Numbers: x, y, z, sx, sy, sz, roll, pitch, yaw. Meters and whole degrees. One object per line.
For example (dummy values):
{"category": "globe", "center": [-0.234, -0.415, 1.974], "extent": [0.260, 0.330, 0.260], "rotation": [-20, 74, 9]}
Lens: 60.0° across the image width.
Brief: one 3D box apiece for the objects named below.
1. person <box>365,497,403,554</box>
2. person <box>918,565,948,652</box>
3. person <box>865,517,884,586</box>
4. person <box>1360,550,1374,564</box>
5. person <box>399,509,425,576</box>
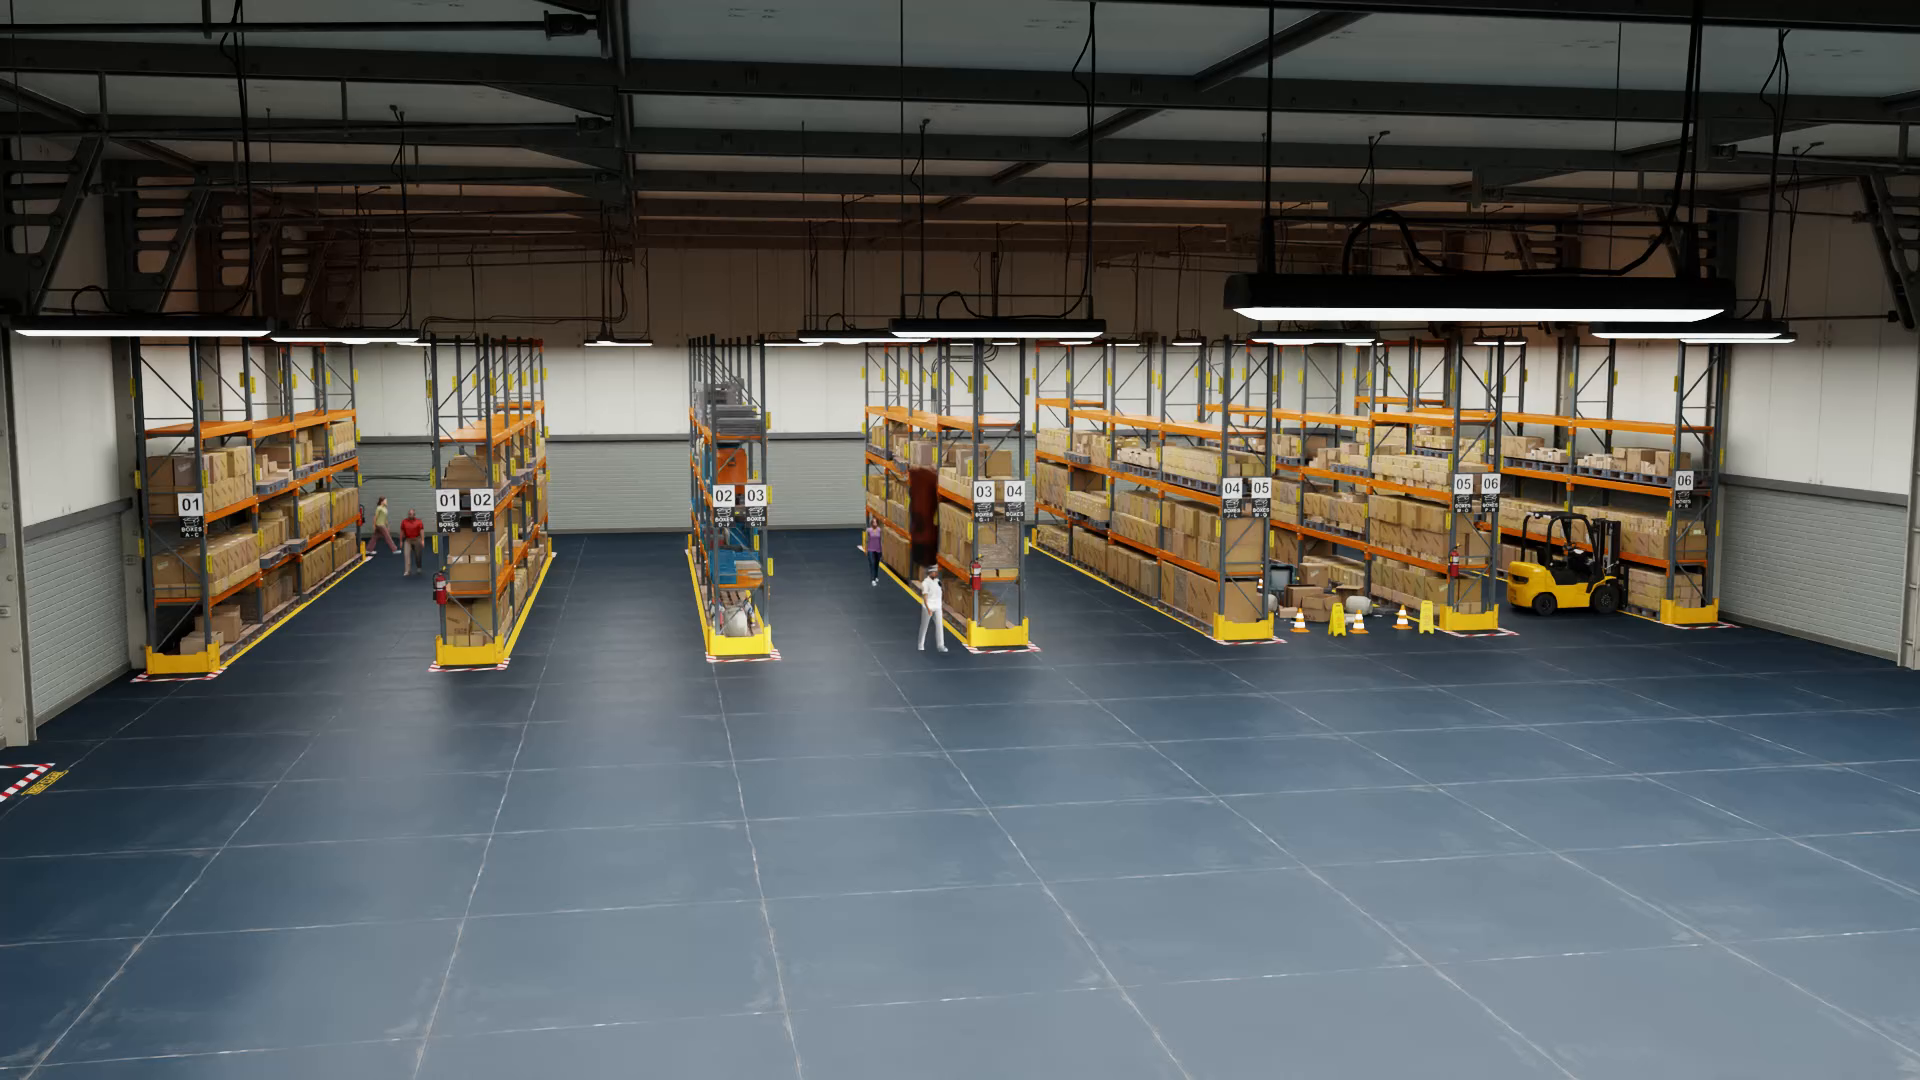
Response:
{"category": "person", "center": [-16.093, -0.417, 46.416], "extent": [1.022, 1.596, 0.437], "rotation": [-2, 7, -14]}
{"category": "person", "center": [-0.509, 1.290, 31.431], "extent": [0.451, 1.656, 0.859], "rotation": [-4, 8, -30]}
{"category": "person", "center": [-1.967, 0.248, 38.334], "extent": [0.439, 1.548, 0.937], "rotation": [-1, 7, -12]}
{"category": "person", "center": [10.910, -0.240, 44.459], "extent": [0.612, 1.774, 0.398], "rotation": [-6, 9, -40]}
{"category": "person", "center": [-13.910, 0.046, 42.176], "extent": [0.653, 1.660, 1.084], "rotation": [-1, 7, -8]}
